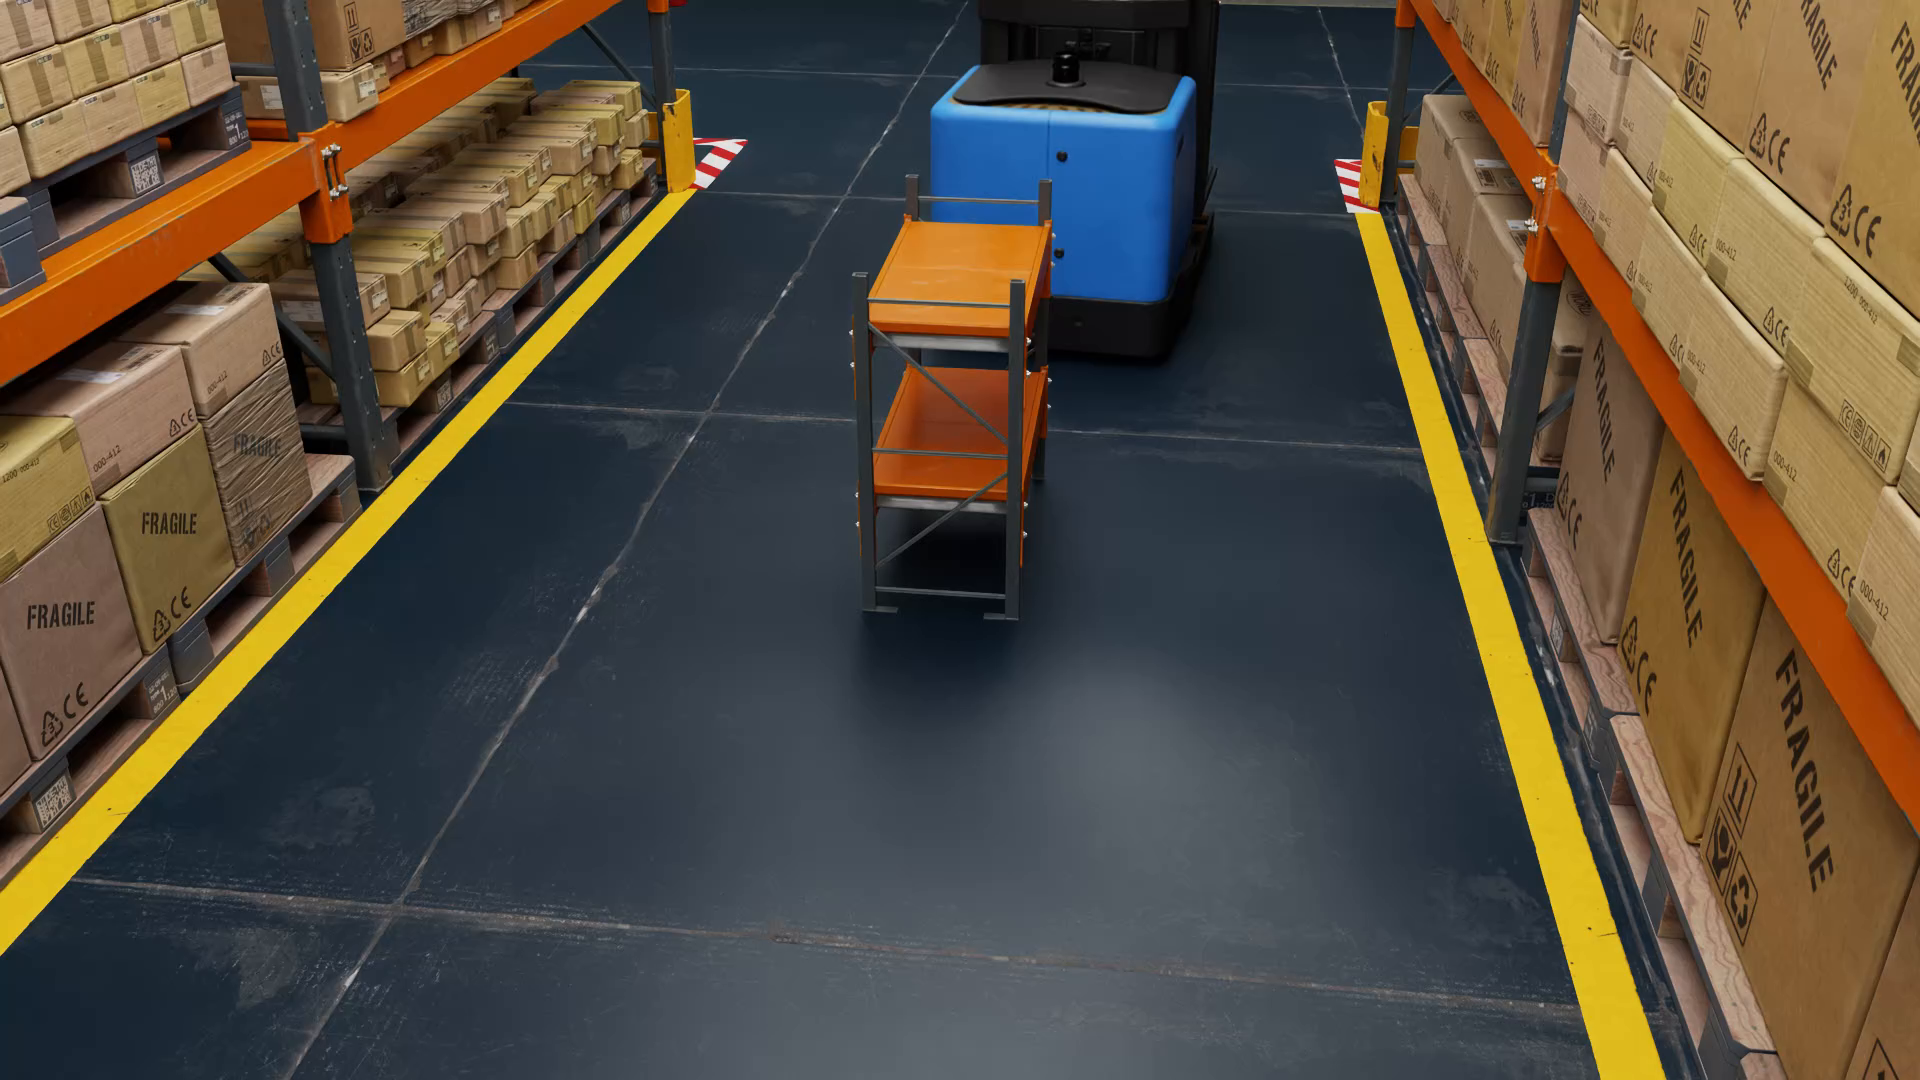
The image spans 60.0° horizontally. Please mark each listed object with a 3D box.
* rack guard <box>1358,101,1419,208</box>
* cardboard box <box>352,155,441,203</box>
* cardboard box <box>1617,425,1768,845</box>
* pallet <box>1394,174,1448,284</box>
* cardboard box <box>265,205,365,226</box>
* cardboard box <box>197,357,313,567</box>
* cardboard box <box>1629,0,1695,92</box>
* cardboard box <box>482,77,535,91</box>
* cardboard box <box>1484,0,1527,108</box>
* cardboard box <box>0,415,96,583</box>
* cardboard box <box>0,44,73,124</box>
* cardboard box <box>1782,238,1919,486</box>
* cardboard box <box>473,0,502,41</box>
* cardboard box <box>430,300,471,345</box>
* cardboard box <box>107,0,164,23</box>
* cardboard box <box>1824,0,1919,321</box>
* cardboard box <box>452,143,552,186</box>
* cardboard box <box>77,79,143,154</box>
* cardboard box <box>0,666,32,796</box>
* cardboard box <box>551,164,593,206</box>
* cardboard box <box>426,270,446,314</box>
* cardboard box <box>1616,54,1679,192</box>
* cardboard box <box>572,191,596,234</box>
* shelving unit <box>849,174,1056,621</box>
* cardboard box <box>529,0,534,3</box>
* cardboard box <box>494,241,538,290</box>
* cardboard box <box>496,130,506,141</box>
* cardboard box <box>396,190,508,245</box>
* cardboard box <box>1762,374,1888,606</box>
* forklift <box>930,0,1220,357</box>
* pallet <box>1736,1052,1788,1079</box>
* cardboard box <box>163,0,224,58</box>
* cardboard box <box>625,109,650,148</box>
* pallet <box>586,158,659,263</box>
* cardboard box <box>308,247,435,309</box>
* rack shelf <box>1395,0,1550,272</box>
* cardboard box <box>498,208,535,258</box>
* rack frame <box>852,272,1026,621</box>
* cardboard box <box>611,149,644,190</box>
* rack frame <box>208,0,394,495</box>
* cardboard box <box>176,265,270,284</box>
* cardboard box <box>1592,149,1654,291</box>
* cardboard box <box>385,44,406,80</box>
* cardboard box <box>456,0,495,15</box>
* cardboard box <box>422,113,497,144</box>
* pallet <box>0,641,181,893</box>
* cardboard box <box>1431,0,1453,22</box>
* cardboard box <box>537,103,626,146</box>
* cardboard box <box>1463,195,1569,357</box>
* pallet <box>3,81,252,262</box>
[{"bbox_3d":[2.816,-2.096,9.114,1.175,0.500,0.348,3,28,6],"label":"rack guard"},{"bbox_3d":[-2.591,-1.646,7.578,0.380,0.149,0.250,3,29,6],"label":"cardboard box"},{"bbox_3d":[2.223,0.170,4.069,0.875,0.875,0.875,4,29,8],"label":"cardboard box"},{"bbox_3d":[2.793,-1.577,8.455,1.003,0.211,1.213,3,28,6],"label":"pallet"},{"bbox_3d":[-2.692,-1.275,6.890,0.380,0.149,0.250,4,29,8],"label":"cardboard box"},{"bbox_3d":[-2.443,-0.264,5.271,0.500,0.500,0.500,3,28,5],"label":"cardboard box"},{"bbox_3d":[1.949,-1.355,3.944,0.500,0.500,0.500,3,28,6],"label":"cardboard box"},{"bbox_3d":[-2.513,-2.391,8.960,0.380,0.149,0.250,2,28,4],"label":"cardboard box"},{"bbox_3d":[2.184,-1.822,5.865,0.500,0.500,0.500,3,28,5],"label":"cardboard box"},{"bbox_3d":[-2.569,-0.101,4.177,0.500,0.250,0.500,2,28,4],"label":"cardboard box"},{"bbox_3d":[-2.548,-1.180,4.285,0.380,0.149,0.250,2,28,5],"label":"cardboard box"},{"bbox_3d":[1.742,-0.300,2.776,0.500,0.250,0.500,3,28,5],"label":"cardboard box"},{"bbox_3d":[-2.130,-2.169,6.879,0.380,0.149,0.250,5,29,8],"label":"cardboard box"},{"bbox_3d":[-2.227,-0.871,6.767,0.380,0.149,0.250,3,28,6],"label":"cardboard box"},{"bbox_3d":[-2.490,-1.552,4.663,0.380,0.149,0.250,3,28,5],"label":"cardboard box"},{"bbox_3d":[1.759,-0.638,2.612,0.500,0.500,0.500,3,28,6],"label":"cardboard box"},{"bbox_3d":[-2.134,-1.744,7.760,0.380,0.149,0.250,2,28,4],"label":"cardboard box"},{"bbox_3d":[-2.518,-1.179,4.598,0.380,0.149,0.250,3,28,6],"label":"cardboard box"},{"bbox_3d":[-2.636,0.459,3.929,0.500,0.500,0.500,3,28,5],"label":"cardboard box"},{"bbox_3d":[-2.006,-1.732,8.052,0.380,0.149,0.250,4,29,7],"label":"cardboard box"},{"bbox_3d":[-2.304,-0.997,6.687,0.380,0.149,0.250,3,28,6],"label":"cardboard box"},{"bbox_3d":[1.953,-1.019,4.110,0.500,0.250,0.500,4,29,7],"label":"cardboard box"},{"bbox_3d":[-2.005,-1.609,8.136,0.380,0.149,0.250,2,28,4],"label":"cardboard box"},{"bbox_3d":[0.001,-0.498,5.489,0.538,1.125,1.048,3,28,6],"label":"shelving unit"},{"bbox_3d":[-2.117,-2.544,7.574,0.380,0.149,0.250,2,28,4],"label":"cardboard box"},{"bbox_3d":[-2.120,-1.239,7.449,0.380,0.149,0.250,3,28,5],"label":"cardboard box"},{"bbox_3d":[-2.463,-2.009,8.565,0.380,0.149,0.250,4,29,7],"label":"cardboard box"},{"bbox_3d":[-2.158,-1.372,7.070,0.380,0.149,0.250,4,29,7],"label":"cardboard box"},{"bbox_3d":[1.762,-0.084,2.902,0.500,0.250,0.500,3,28,6],"label":"cardboard box"},{"bbox_3d":[0.693,-2.746,7.758,1.130,2.935,3.031,6,29,11],"label":"forklift"},{"bbox_3d":[2.004,1.441,2.853,1.003,0.211,1.213,3,28,6],"label":"pallet"},{"bbox_3d":[-2.455,-1.549,4.972,0.380,0.149,0.250,4,29,8],"label":"cardboard box"},{"bbox_3d":[-1.894,-2.221,8.960,0.380,0.149,0.250,3,28,5],"label":"cardboard box"},{"bbox_3d":[-2.256,-1.782,8.835,1.003,0.211,1.213,3,28,6],"label":"pallet"},{"bbox_3d":[-2.262,-1.011,6.400,0.380,0.149,0.250,5,29,9],"label":"cardboard box"},{"bbox_3d":[2.568,-1.927,6.924,1.077,0.370,4.000,3,28,6],"label":"rack shelf"},{"bbox_3d":[-2.117,-1.367,7.374,0.380,0.149,0.250,3,28,6],"label":"cardboard box"},{"bbox_3d":[-0.061,-0.259,5.045,0.500,1.125,0.032,3,28,6],"label":"rack frame"},{"bbox_3d":[-1.901,-1.969,8.805,0.380,0.149,0.250,4,29,8],"label":"cardboard box"},{"bbox_3d":[-2.602,-1.543,5.451,1.000,3.000,0.127,3,28,6],"label":"rack frame"},{"bbox_3d":[-2.817,-0.917,6.226,0.380,0.149,0.250,4,29,8],"label":"cardboard box"},{"bbox_3d":[1.945,-0.801,4.233,0.500,0.250,0.500,3,28,5],"label":"cardboard box"},{"bbox_3d":[-2.304,-1.801,6.195,0.380,0.149,0.250,2,28,4],"label":"cardboard box"},{"bbox_3d":[-2.140,-2.405,6.632,0.500,0.500,0.500,3,28,5],"label":"cardboard box"},{"bbox_3d":[-2.534,-2.021,8.275,0.380,0.149,0.250,2,28,4],"label":"cardboard box"},{"bbox_3d":[-2.843,0.627,4.363,1.003,0.211,1.213,3,28,6],"label":"pallet"},{"bbox_3d":[2.355,-2.542,7.201,0.500,0.500,0.500,3,28,6],"label":"cardboard box"},{"bbox_3d":[-1.919,-2.109,8.438,0.380,0.149,0.250,3,28,5],"label":"cardboard box"},{"bbox_3d":[2.615,-1.070,6.833,0.875,0.438,0.875,3,28,5],"label":"cardboard box"},{"bbox_3d":[-2.840,-1.107,4.845,1.003,0.211,1.213,3,28,6],"label":"pallet"}]
